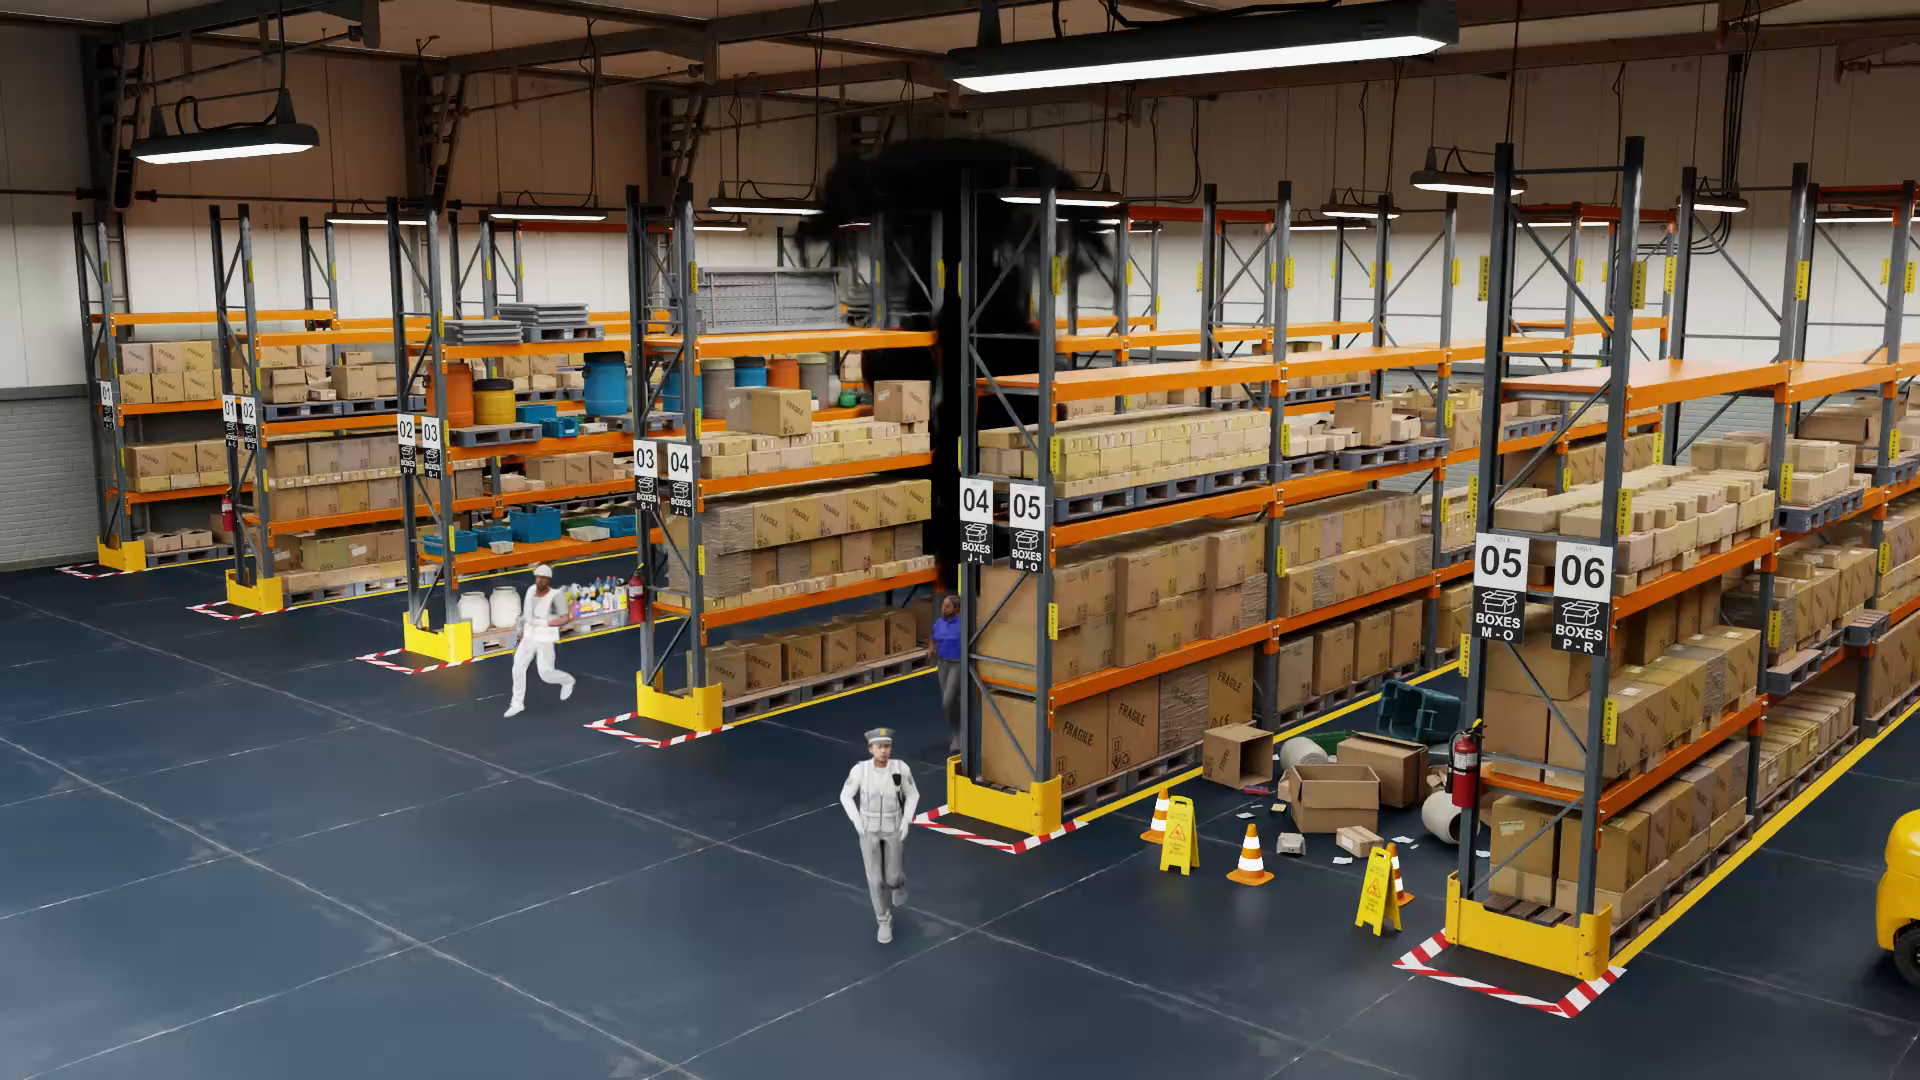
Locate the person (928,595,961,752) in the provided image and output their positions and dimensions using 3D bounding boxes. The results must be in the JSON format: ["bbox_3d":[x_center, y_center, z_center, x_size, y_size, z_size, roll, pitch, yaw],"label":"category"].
[{"bbox_3d":[-0.070,1.432,17.828,0.589,1.717,0.723,7,12,37],"label":"person"}]

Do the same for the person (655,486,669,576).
[{"bbox_3d":[-4.885,-0.263,27.537,0.710,1.757,0.563,8,12,39],"label":"person"}]

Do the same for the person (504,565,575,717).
[{"bbox_3d":[-4.820,1.146,19.266,0.715,1.749,0.875,5,11,26],"label":"person"}]

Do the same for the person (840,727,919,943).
[{"bbox_3d":[-0.621,2.240,12.903,0.613,1.678,0.590,-1,9,-3],"label":"person"}]
